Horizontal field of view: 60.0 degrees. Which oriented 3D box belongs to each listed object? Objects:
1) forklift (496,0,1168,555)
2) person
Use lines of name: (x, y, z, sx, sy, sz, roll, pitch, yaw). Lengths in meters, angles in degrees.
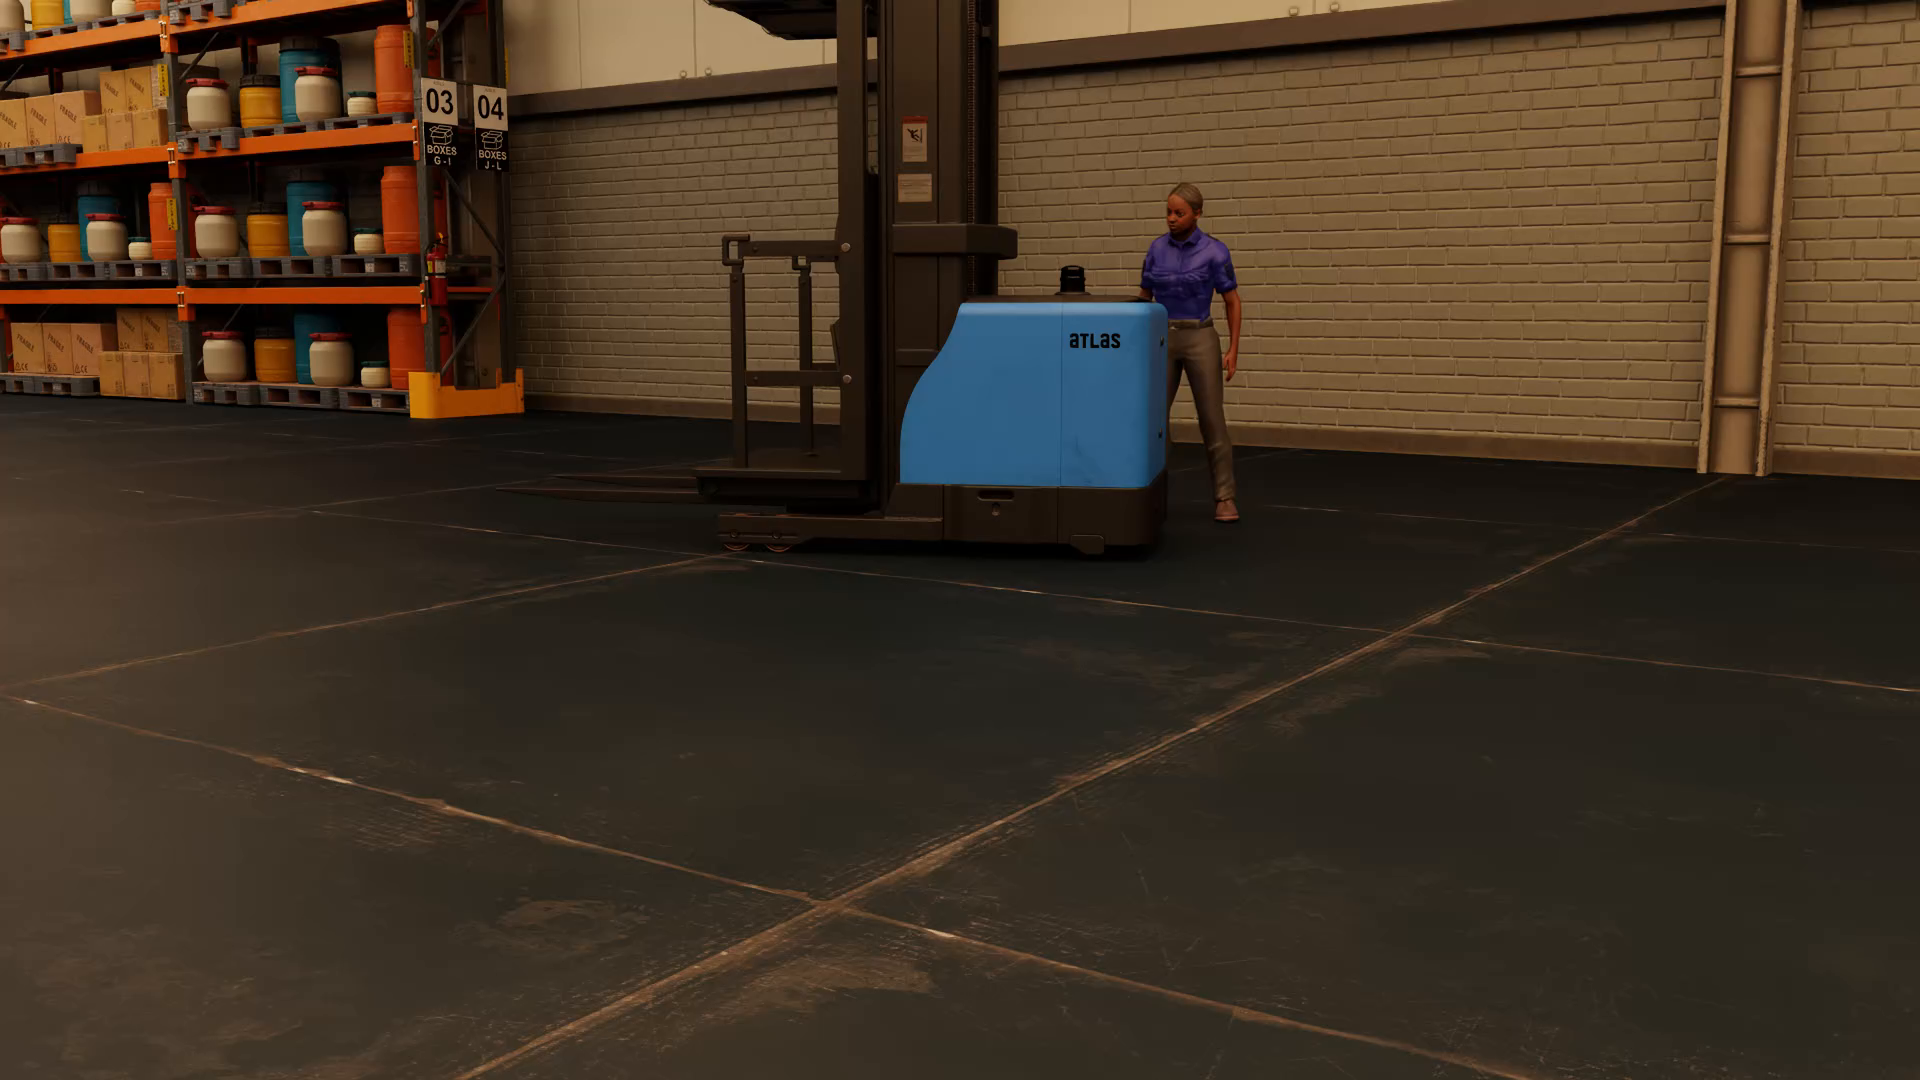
forklift: (-0.596, -1.469, 7.520, 3.031, 2.935, 1.130, 2, 8, 12)
person: (1.127, -0.933, 8.308, 0.615, 1.660, 0.405, 4, 9, 24)
